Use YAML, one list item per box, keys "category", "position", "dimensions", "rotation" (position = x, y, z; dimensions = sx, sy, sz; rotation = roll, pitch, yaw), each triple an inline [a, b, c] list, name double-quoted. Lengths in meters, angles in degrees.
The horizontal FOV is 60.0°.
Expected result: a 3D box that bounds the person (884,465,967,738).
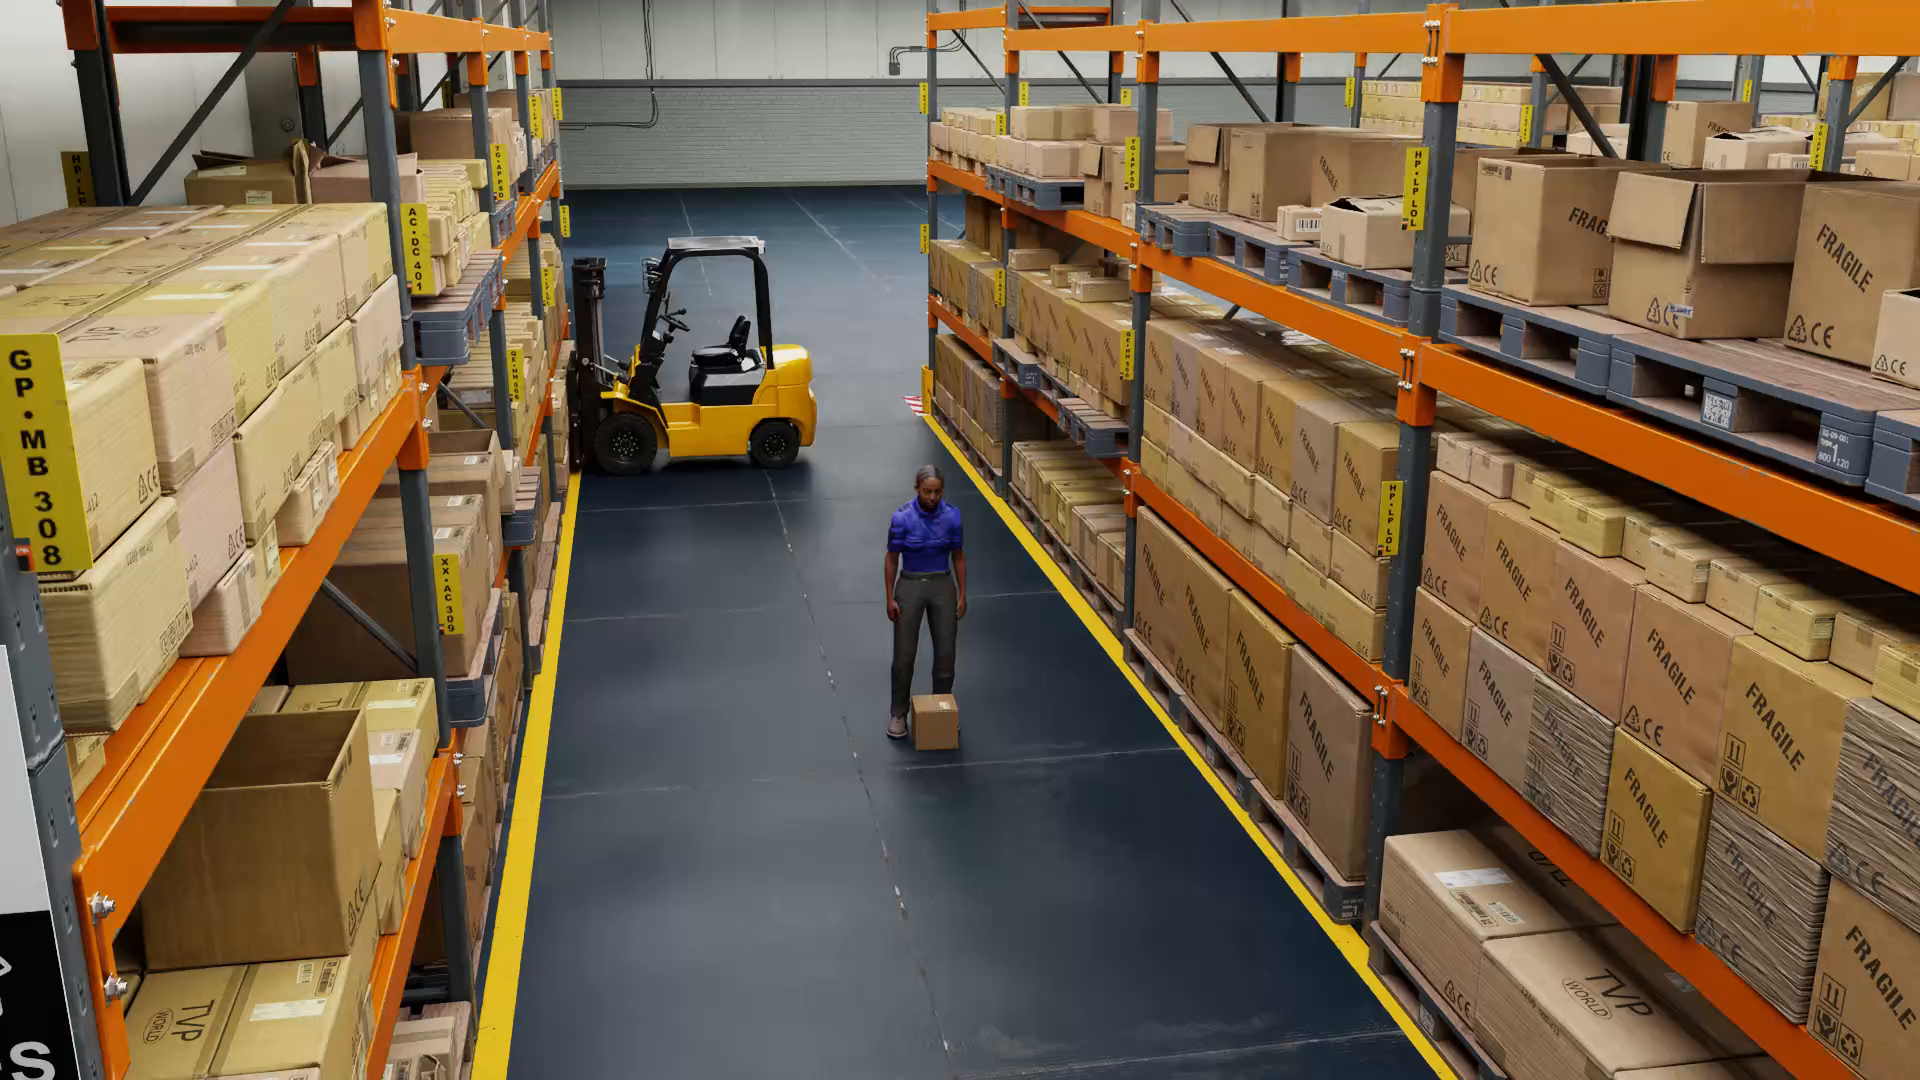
- category: "person"
  position: [-0.207, 0.342, 9.887]
  dimensions: [0.507, 1.655, 0.347]
  rotation: [-3, 17, -10]
